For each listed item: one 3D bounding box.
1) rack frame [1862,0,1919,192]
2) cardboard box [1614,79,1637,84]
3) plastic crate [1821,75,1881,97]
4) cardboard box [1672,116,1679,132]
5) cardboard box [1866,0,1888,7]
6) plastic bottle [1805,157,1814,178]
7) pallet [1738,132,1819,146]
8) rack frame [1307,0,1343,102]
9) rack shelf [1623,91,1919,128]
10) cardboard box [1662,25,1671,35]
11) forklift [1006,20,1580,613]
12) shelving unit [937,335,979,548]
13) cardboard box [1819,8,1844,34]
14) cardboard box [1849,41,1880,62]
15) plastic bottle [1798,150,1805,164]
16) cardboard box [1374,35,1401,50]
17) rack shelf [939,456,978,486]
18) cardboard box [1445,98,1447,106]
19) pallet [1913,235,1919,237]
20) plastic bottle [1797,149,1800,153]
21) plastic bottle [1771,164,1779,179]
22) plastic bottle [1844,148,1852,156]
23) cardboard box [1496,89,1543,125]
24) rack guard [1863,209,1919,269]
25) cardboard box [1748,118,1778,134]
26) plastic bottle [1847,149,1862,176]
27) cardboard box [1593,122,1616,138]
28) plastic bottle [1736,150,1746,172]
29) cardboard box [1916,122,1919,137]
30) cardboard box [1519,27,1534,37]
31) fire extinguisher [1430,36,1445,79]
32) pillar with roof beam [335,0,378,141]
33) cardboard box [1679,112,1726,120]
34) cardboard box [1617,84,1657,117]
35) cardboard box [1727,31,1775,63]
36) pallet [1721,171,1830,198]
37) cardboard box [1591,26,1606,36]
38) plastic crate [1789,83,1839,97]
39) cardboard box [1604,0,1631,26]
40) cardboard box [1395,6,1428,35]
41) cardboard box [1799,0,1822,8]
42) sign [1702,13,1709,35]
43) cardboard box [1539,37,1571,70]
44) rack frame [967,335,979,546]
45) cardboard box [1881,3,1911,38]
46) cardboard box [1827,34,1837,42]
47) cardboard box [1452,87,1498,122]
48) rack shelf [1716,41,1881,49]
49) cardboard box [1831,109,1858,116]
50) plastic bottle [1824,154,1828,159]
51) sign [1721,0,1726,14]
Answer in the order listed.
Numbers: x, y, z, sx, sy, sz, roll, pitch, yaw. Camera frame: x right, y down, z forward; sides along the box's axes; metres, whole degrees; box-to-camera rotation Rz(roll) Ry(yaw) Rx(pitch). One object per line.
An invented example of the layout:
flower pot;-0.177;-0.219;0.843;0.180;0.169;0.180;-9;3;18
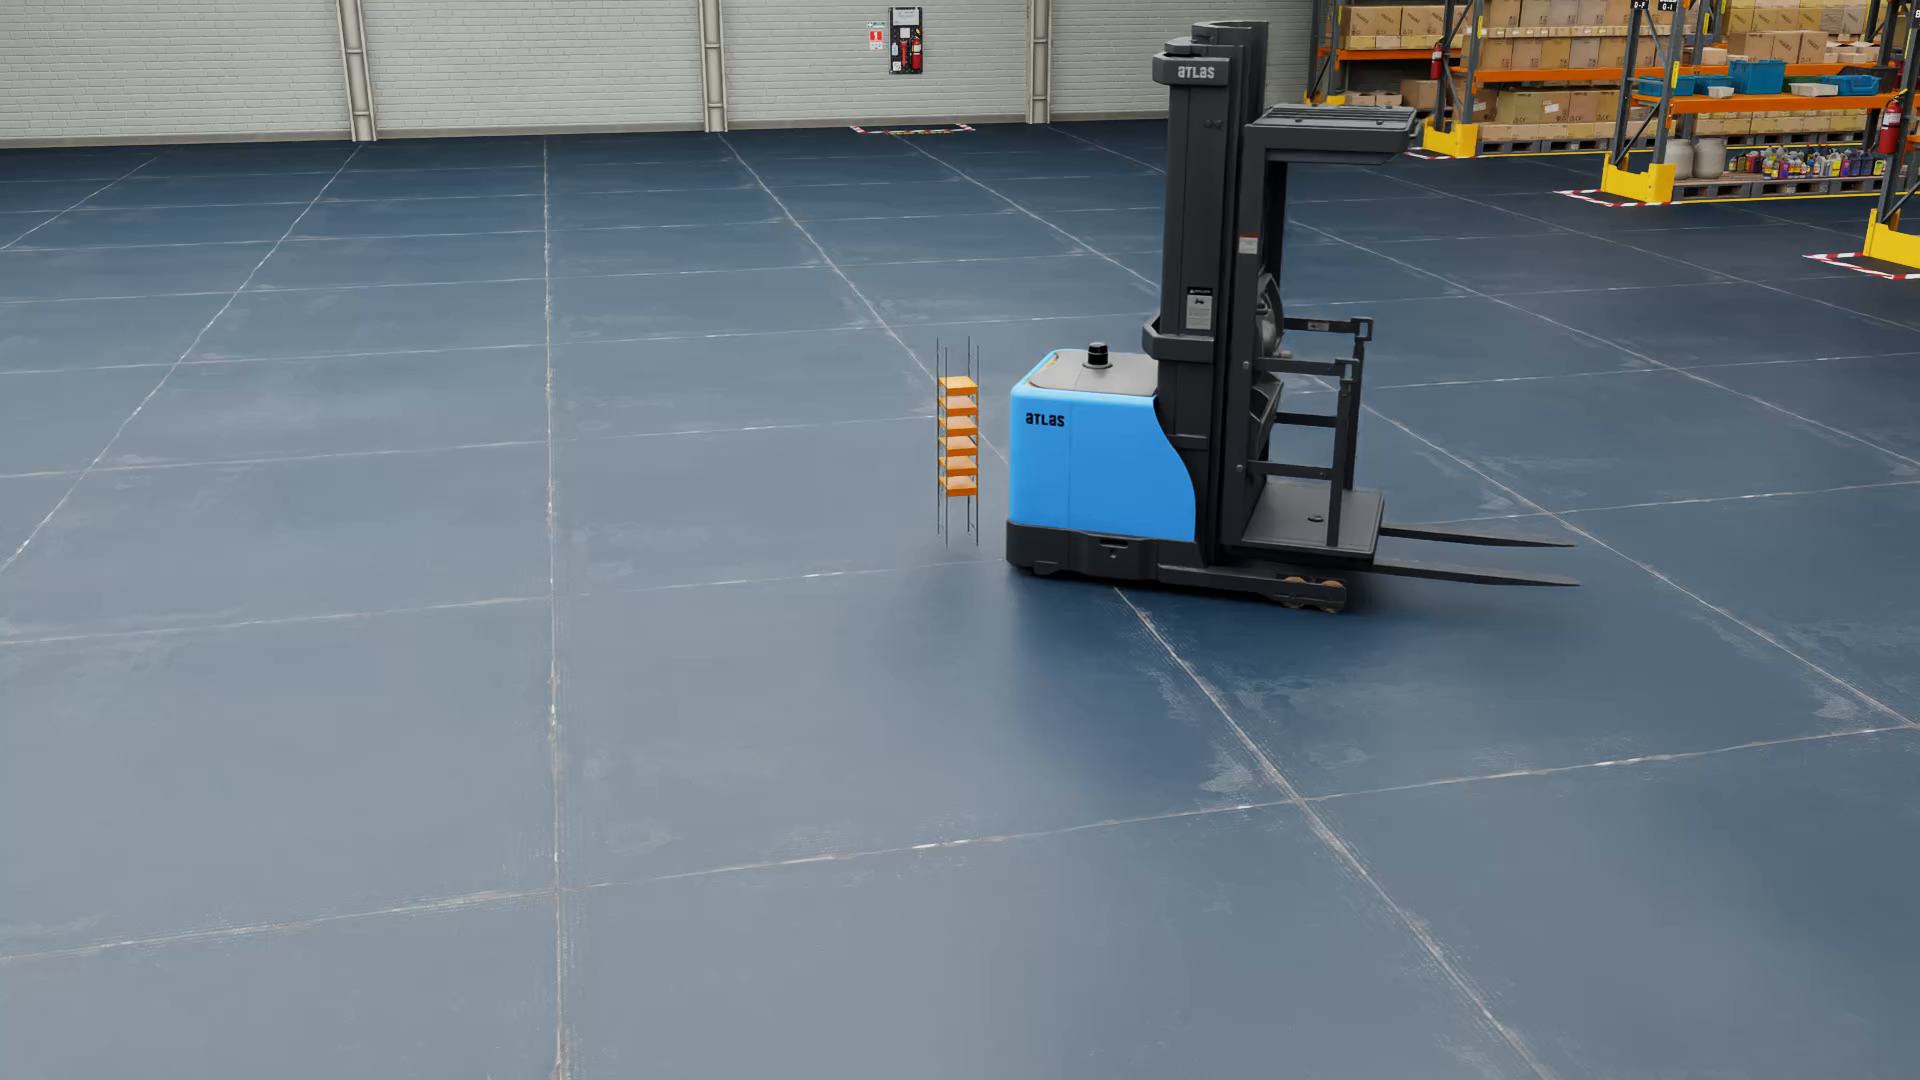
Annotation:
rack frame;12.983;-6.368;22.838;0.127;3.000;1.000;-5;21;-12
cardboard box;12.902;-8.909;32.768;0.500;0.500;0.700;-5;21;-13
plastic crate;11.968;-6.120;22.376;0.616;0.251;0.499;-5;21;-12
cardboard box;12.183;-7.062;28.120;0.500;0.250;0.500;-5;21;-13
cardboard box;18.093;-10.743;33.084;0.500;0.250;0.500;-4;21;-11
plastic bottle;11.554;-5.067;22.614;0.097;0.271;0.097;0;20;0
pallet;13.744;-6.886;28.306;1.213;0.211;1.003;-5;21;-12
rack frame;6.810;-9.368;31.026;0.127;3.000;1.000;-5;21;-12
rack shelf;11.036;-5.872;22.529;4.000;0.370;1.077;-5;21;-12
cardboard box;11.390;-8.266;26.930;0.250;0.149;0.380;-5;21;-14
forklift;1.834;-1.198;8.824;3.031;2.935;1.130;6;21;16
shelving unit;-0.014;-0.562;9.605;0.189;1.200;0.258;-5;21;-12
cardboard box;17.112;-10.312;32.997;0.500;0.500;0.500;-5;21;-12
cardboard box;15.375;-8.287;28.206;0.500;0.311;0.500;-3;20;-9
plastic bottle;11.784;-5.329;23.329;0.097;0.271;0.097;0;20;0
cardboard box;7.860;-9.285;30.989;0.500;0.250;0.500;-5;21;-14
rack shelf;-0.014;-0.408;9.662;0.180;0.103;0.258;-5;21;-12
cardboard box;9.142;-8.432;31.978;0.250;0.149;0.380;-6;21;-17
pallet;11.103;-3.143;18.087;1.213;0.211;1.003;-5;21;-12
plastic bottle;11.748;-5.360;23.396;0.133;0.283;0.061;-4;20;-10
plastic bottle;11.027;-4.991;22.508;0.097;0.201;0.097;0;20;0
plastic bottle;12.572;-5.415;23.563;0.097;0.271;0.097;0;20;0
cardboard box;9.013;-6.976;26.795;0.500;0.500;0.500;-5;21;-12
rack guard;10.304;-3.226;17.894;0.348;0.500;1.175;-5;21;-12
cardboard box;13.297;-6.963;27.850;0.500;0.250;0.500;-5;21;-14
plastic bottle;12.236;-5.168;22.774;0.185;0.351;0.144;-6;21;-15
cardboard box;10.474;-6.742;27.245;0.500;0.250;0.500;-5;21;-12
plastic bottle;10.886;-5.290;23.204;0.133;0.283;0.061;-4;21;-11
cardboard box;10.460;-4.367;17.741;0.250;0.149;0.380;-5;21;-12
cardboard box;8.885;-8.061;26.372;0.250;0.149;0.380;-5;21;-12
fire extinguisher;7.732;-7.820;26.913;0.183;0.674;0.296;-5;21;-12
pillar with roof beam;-9.234;-9.664;23.113;0.400;9.000;9.100;-5;21;-12
cardboard box;12.306;-7.145;27.531;0.500;0.311;0.500;-5;21;-12
cardboard box;11.323;-7.353;27.823;0.500;0.500;0.500;-5;21;-12
cardboard box;13.110;-8.170;27.613;0.500;0.500;0.500;-3;20;-9
pallet;11.130;-4.922;22.943;1.213;0.211;1.003;-5;21;-12
cardboard box;10.137;-8.163;26.648;0.250;0.149;0.380;-4;20;-11
plastic crate;11.461;-6.031;22.301;0.437;0.136;0.530;-5;21;-12
cardboard box;10.437;-8.565;26.805;0.500;0.500;0.700;-5;21;-12
cardboard box;8.332;-9.670;30.952;0.500;0.500;0.500;-5;21;-14
cardboard box;16.601;-10.625;32.761;0.500;0.250;0.500;-5;21;-14
sign;11.976;-8.284;26.696;0.005;0.325;0.100;-5;21;-12
cardboard box;9.406;-7.870;26.792;0.500;0.500;0.700;-5;21;-12
rack frame;0.075;-0.569;9.625;0.006;1.200;0.240;-5;21;-12
cardboard box;19.020;-10.496;33.670;0.700;0.700;0.980;-4;21;-12
cardboard box;17.225;-10.016;33.133;0.250;0.149;0.380;-5;21;-12
cardboard box;8.407;-7.110;27.160;0.500;0.500;0.500;-5;21;-12
rack shelf;16.542;-9.821;33.311;4.000;0.370;1.077;-5;21;-12
cardboard box;14.782;-7.345;28.077;0.500;0.311;0.500;-5;21;-13
plastic bottle;11.873;-5.143;22.804;0.133;0.283;0.061;-5;21;-12
sign;14.730;-10.326;32.076;0.005;0.325;0.100;-5;21;-12
